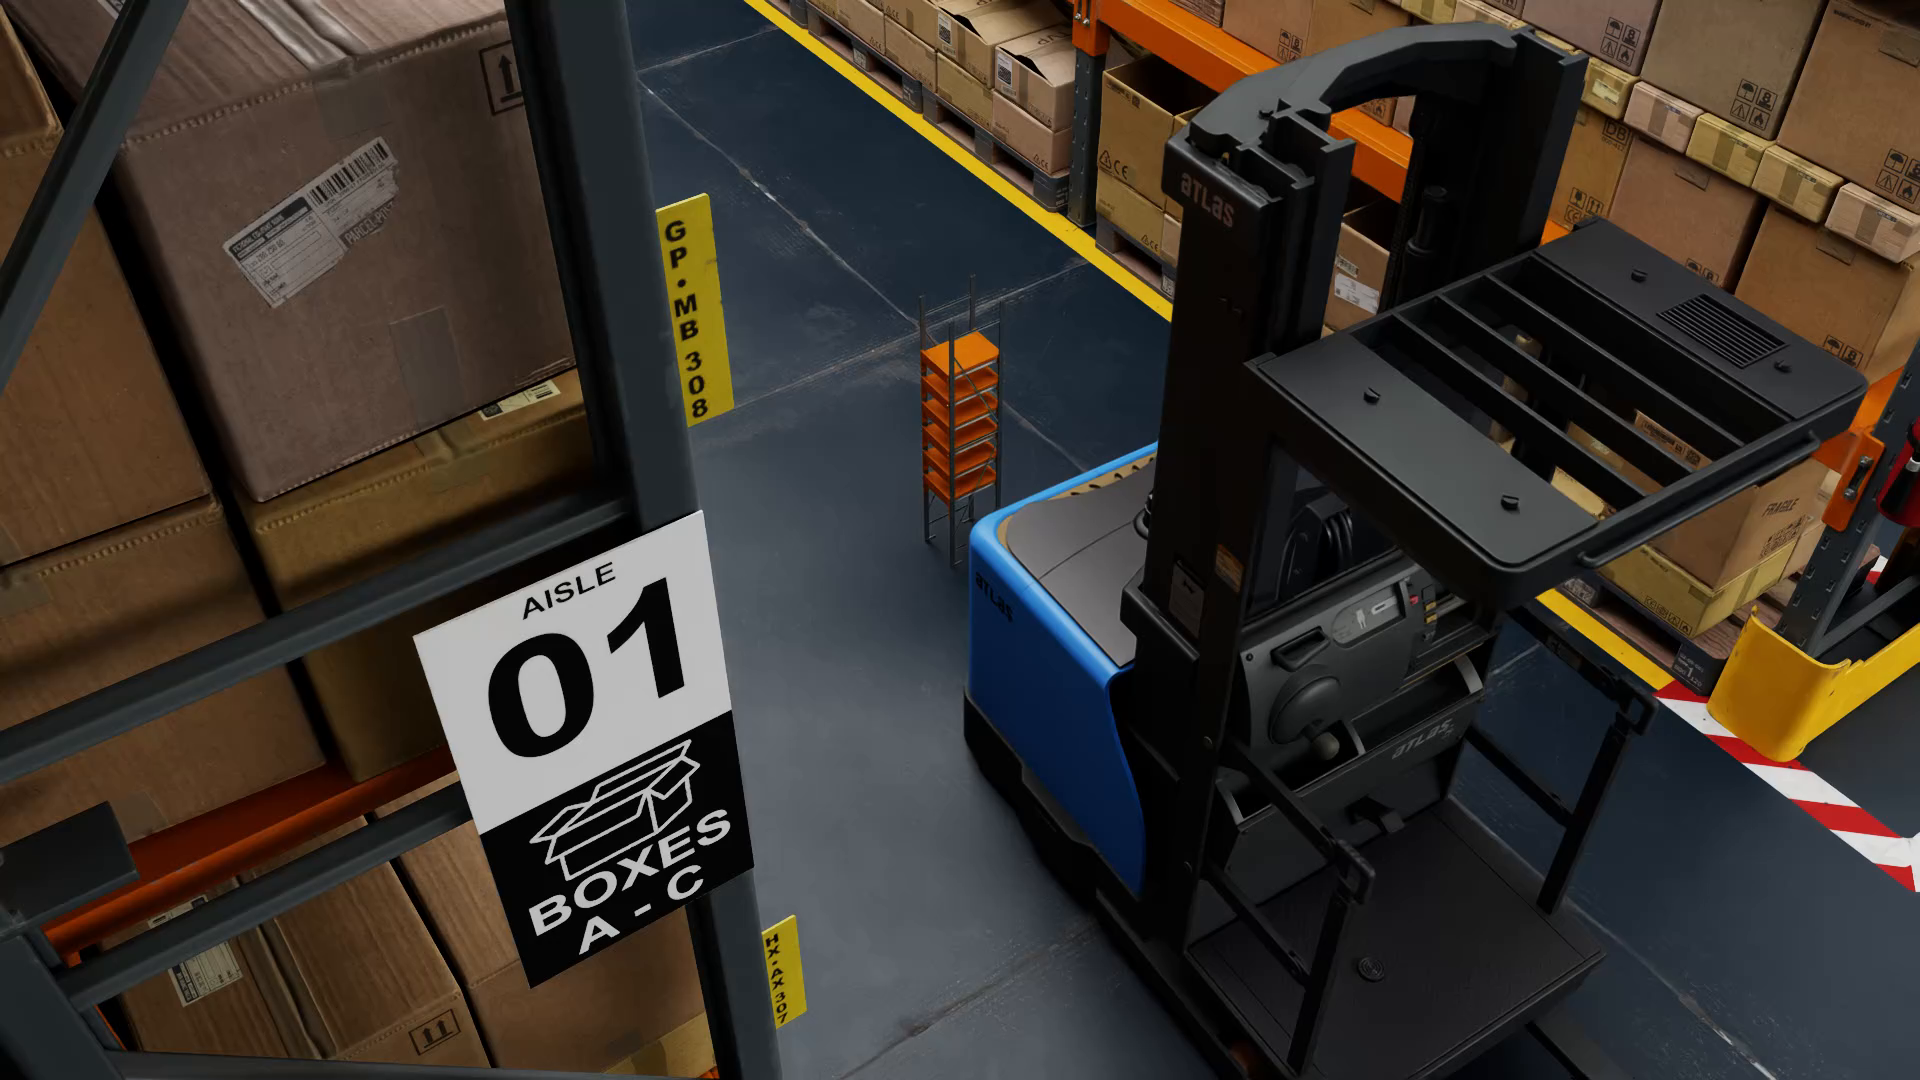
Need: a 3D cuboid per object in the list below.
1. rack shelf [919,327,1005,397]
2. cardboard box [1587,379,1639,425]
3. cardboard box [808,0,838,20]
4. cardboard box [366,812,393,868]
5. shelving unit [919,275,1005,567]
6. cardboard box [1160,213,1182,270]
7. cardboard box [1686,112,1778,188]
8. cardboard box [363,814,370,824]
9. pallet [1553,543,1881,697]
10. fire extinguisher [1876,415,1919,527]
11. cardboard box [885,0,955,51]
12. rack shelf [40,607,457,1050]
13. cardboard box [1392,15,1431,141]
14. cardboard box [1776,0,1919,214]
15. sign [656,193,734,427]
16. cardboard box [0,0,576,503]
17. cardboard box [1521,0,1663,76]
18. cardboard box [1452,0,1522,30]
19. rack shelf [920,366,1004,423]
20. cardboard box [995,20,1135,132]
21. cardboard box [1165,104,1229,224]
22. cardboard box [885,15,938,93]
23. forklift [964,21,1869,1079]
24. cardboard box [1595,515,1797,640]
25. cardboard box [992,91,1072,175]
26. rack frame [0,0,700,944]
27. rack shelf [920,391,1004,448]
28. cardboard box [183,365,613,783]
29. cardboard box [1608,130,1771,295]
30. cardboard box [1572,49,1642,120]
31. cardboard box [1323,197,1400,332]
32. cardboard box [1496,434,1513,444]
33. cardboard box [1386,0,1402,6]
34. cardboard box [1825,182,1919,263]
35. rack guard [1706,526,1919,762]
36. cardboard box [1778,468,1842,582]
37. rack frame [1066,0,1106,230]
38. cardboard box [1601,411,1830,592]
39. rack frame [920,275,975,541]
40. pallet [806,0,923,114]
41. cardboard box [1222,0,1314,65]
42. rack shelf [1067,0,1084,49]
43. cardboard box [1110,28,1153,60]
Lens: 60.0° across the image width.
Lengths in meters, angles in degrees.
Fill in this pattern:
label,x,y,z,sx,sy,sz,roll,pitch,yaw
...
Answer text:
label,x,y,z,sx,sy,sz,roll,pitch,yaw
rack shelf,0.008,-0.654,6.109,0.258,0.103,0.180,-26,49,-24
cardboard box,2.865,-0.719,6.475,0.500,0.500,0.500,-26,49,-24
cardboard box,-0.651,-3.316,9.738,0.500,0.250,0.500,-27,50,-25
cardboard box,-1.085,0.445,3.662,0.500,0.500,0.500,-26,49,-24
shelving unit,0.008,-0.426,6.327,0.258,1.200,0.189,-26,49,-24
cardboard box,1.287,-1.372,7.702,0.500,0.250,0.500,-26,49,-24
cardboard box,2.605,-1.321,5.419,0.380,0.149,0.250,-26,50,-25
cardboard box,-1.508,0.646,3.452,0.500,0.500,0.500,-25,49,-24
pallet,2.805,-0.024,6.623,1.003,0.211,1.213,-26,49,-24
fire extinguisher,2.963,-0.338,4.988,0.296,0.674,0.183,-26,49,-24
cardboard box,-0.065,-2.934,8.932,0.500,0.311,0.500,-26,49,-25
rack shelf,-1.928,-0.615,3.571,1.077,0.370,4.000,-26,49,-24
cardboard box,2.132,-1.798,6.388,0.700,0.500,0.500,-24,49,-23
cardboard box,2.990,-1.421,5.055,0.700,0.500,0.500,-26,49,-24
sign,-0.339,-0.273,2.058,0.100,0.325,0.005,-26,49,-24
cardboard box,-0.806,-0.462,2.078,0.500,0.500,0.500,-29,51,-27
cardboard box,2.395,-2.002,5.663,0.700,0.500,0.500,-26,49,-24
cardboard box,2.013,-1.906,6.032,0.380,0.149,0.250,-26,50,-25
rack shelf,0.008,-0.567,6.192,0.258,0.103,0.180,-26,49,-24
cardboard box,0.521,-2.358,8.329,0.500,0.311,0.500,-26,49,-24
cardboard box,1.289,-1.644,7.444,0.500,0.500,0.500,-26,49,-24
cardboard box,-0.068,-2.736,9.131,0.500,0.250,0.500,-25,49,-24
forklift,1.225,0.344,4.267,1.130,2.935,3.031,-24,48,-23
cardboard box,2.728,0.039,6.224,0.500,0.250,0.500,-26,49,-24
cardboard box,0.513,-2.160,8.527,0.500,0.250,0.500,-26,50,-25
rack frame,-0.784,-0.827,1.100,1.000,3.000,0.127,-26,49,-24
rack shelf,0.008,-0.480,6.275,0.258,0.103,0.180,-26,49,-24
cardboard box,-0.770,-0.074,2.396,0.500,0.500,0.500,-24,49,-23
cardboard box,2.716,-1.218,5.781,0.700,0.500,0.500,-24,49,-23
cardboard box,2.312,-1.613,5.725,0.380,0.149,0.250,-24,49,-23
cardboard box,1.857,-1.075,6.848,0.500,0.500,0.500,-26,49,-24
cardboard box,2.144,-0.522,6.811,0.500,0.250,0.500,-26,49,-24
cardboard box,1.724,-2.196,6.336,0.380,0.149,0.250,-27,50,-26
cardboard box,2.902,-1.028,5.113,0.380,0.149,0.250,-27,50,-25
rack guard,3.290,0.301,6.072,1.175,0.500,0.348,-26,49,-24
cardboard box,3.152,-0.165,6.438,0.500,0.250,0.500,-26,49,-24
rack frame,0.988,-2.882,7.597,1.000,3.000,0.127,-26,49,-24
cardboard box,2.726,-0.231,5.964,0.500,0.500,0.500,-26,49,-24
rack frame,-0.044,-0.478,6.381,0.240,1.200,0.006,-26,49,-24
pallet,-0.167,-2.967,9.705,1.003,0.211,1.213,-26,49,-24
cardboard box,1.554,-2.373,6.991,0.700,0.500,0.500,-26,50,-25
rack shelf,-0.156,-3.754,9.031,1.077,0.370,4.000,-26,49,-24
cardboard box,0.956,-2.575,8.556,0.500,0.311,0.500,-26,49,-24
